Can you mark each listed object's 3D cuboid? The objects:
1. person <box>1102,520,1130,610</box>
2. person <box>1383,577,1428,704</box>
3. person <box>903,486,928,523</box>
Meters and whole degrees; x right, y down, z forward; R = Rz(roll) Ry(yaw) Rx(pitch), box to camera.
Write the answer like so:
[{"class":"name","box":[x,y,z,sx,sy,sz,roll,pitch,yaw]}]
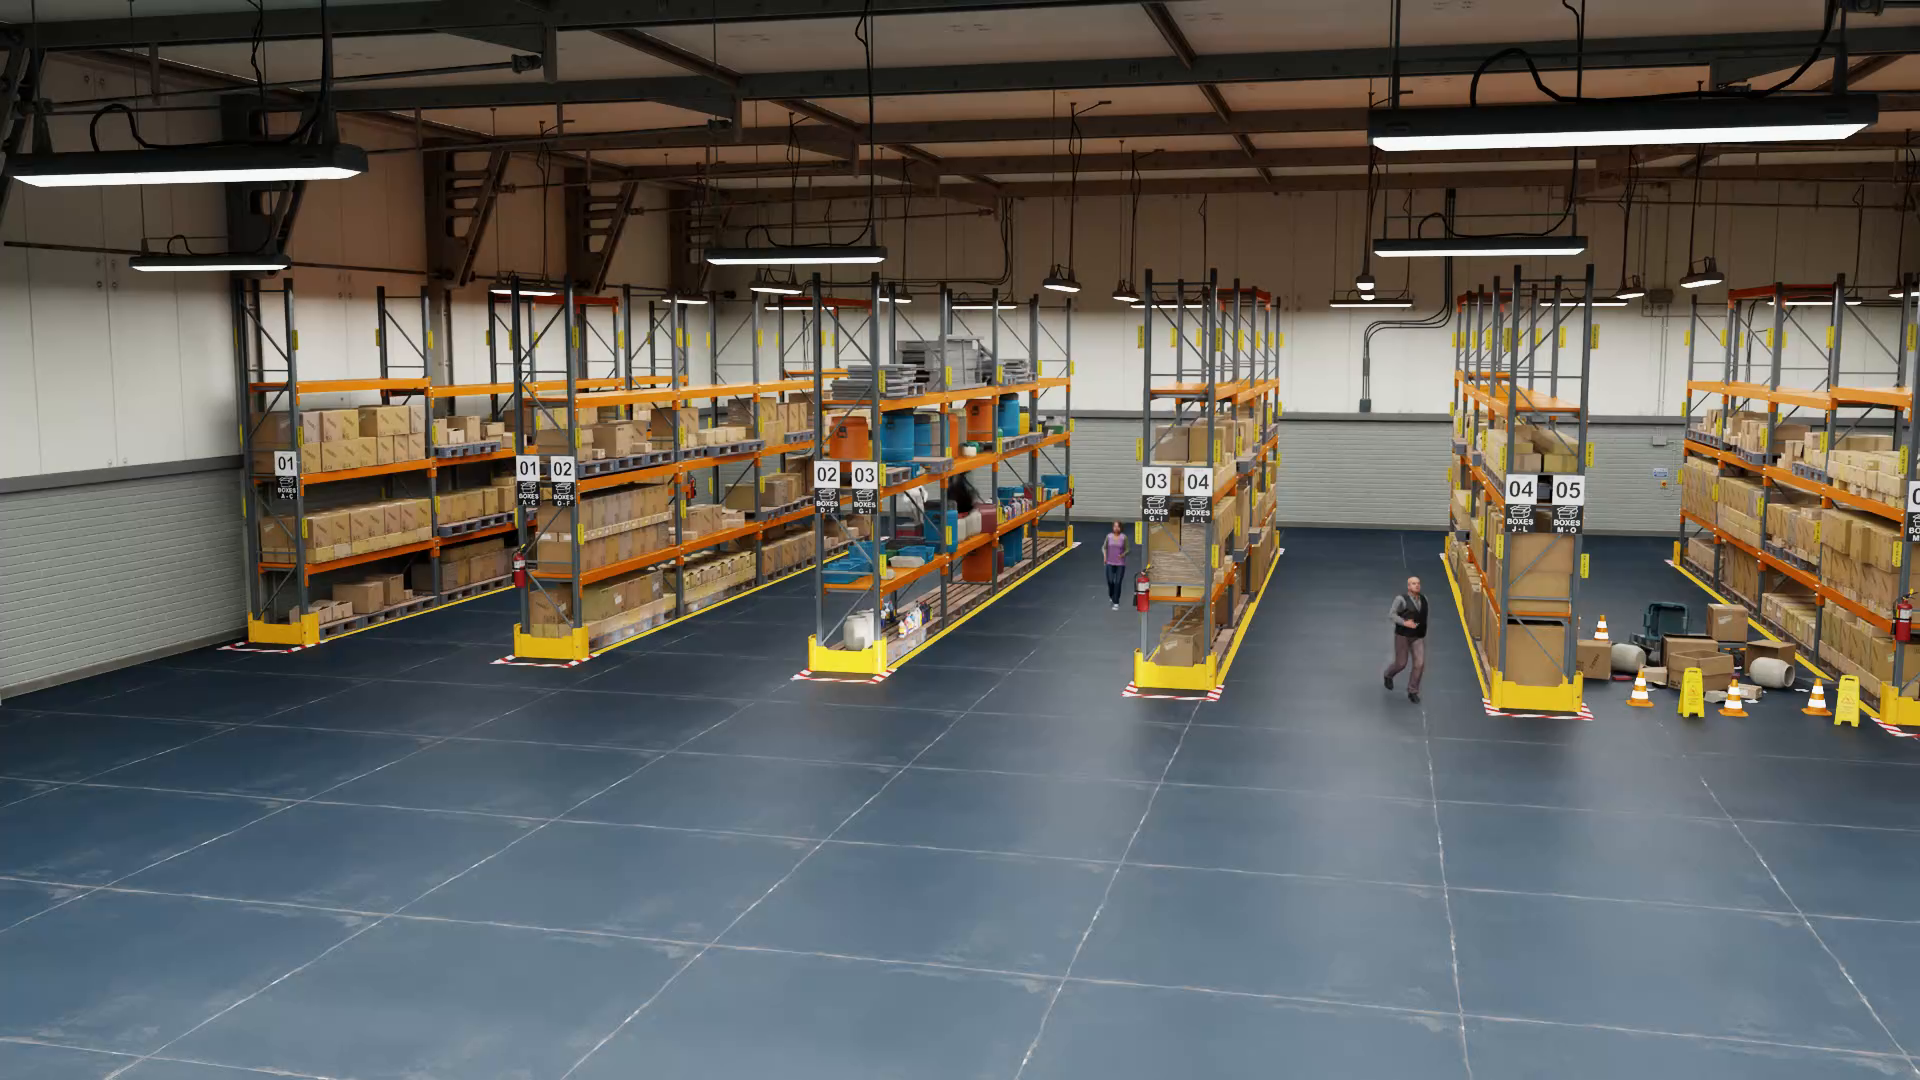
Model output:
[{"class":"person","box":[2.714,0.448,29.131,0.503,1.572,0.475,1,7,10]},{"class":"person","box":[6.286,1.373,23.333,0.633,1.735,0.839,-1,7,-11]},{"class":"person","box":[-1.100,-0.778,41.499,0.645,1.698,0.797,-1,7,-7]}]
